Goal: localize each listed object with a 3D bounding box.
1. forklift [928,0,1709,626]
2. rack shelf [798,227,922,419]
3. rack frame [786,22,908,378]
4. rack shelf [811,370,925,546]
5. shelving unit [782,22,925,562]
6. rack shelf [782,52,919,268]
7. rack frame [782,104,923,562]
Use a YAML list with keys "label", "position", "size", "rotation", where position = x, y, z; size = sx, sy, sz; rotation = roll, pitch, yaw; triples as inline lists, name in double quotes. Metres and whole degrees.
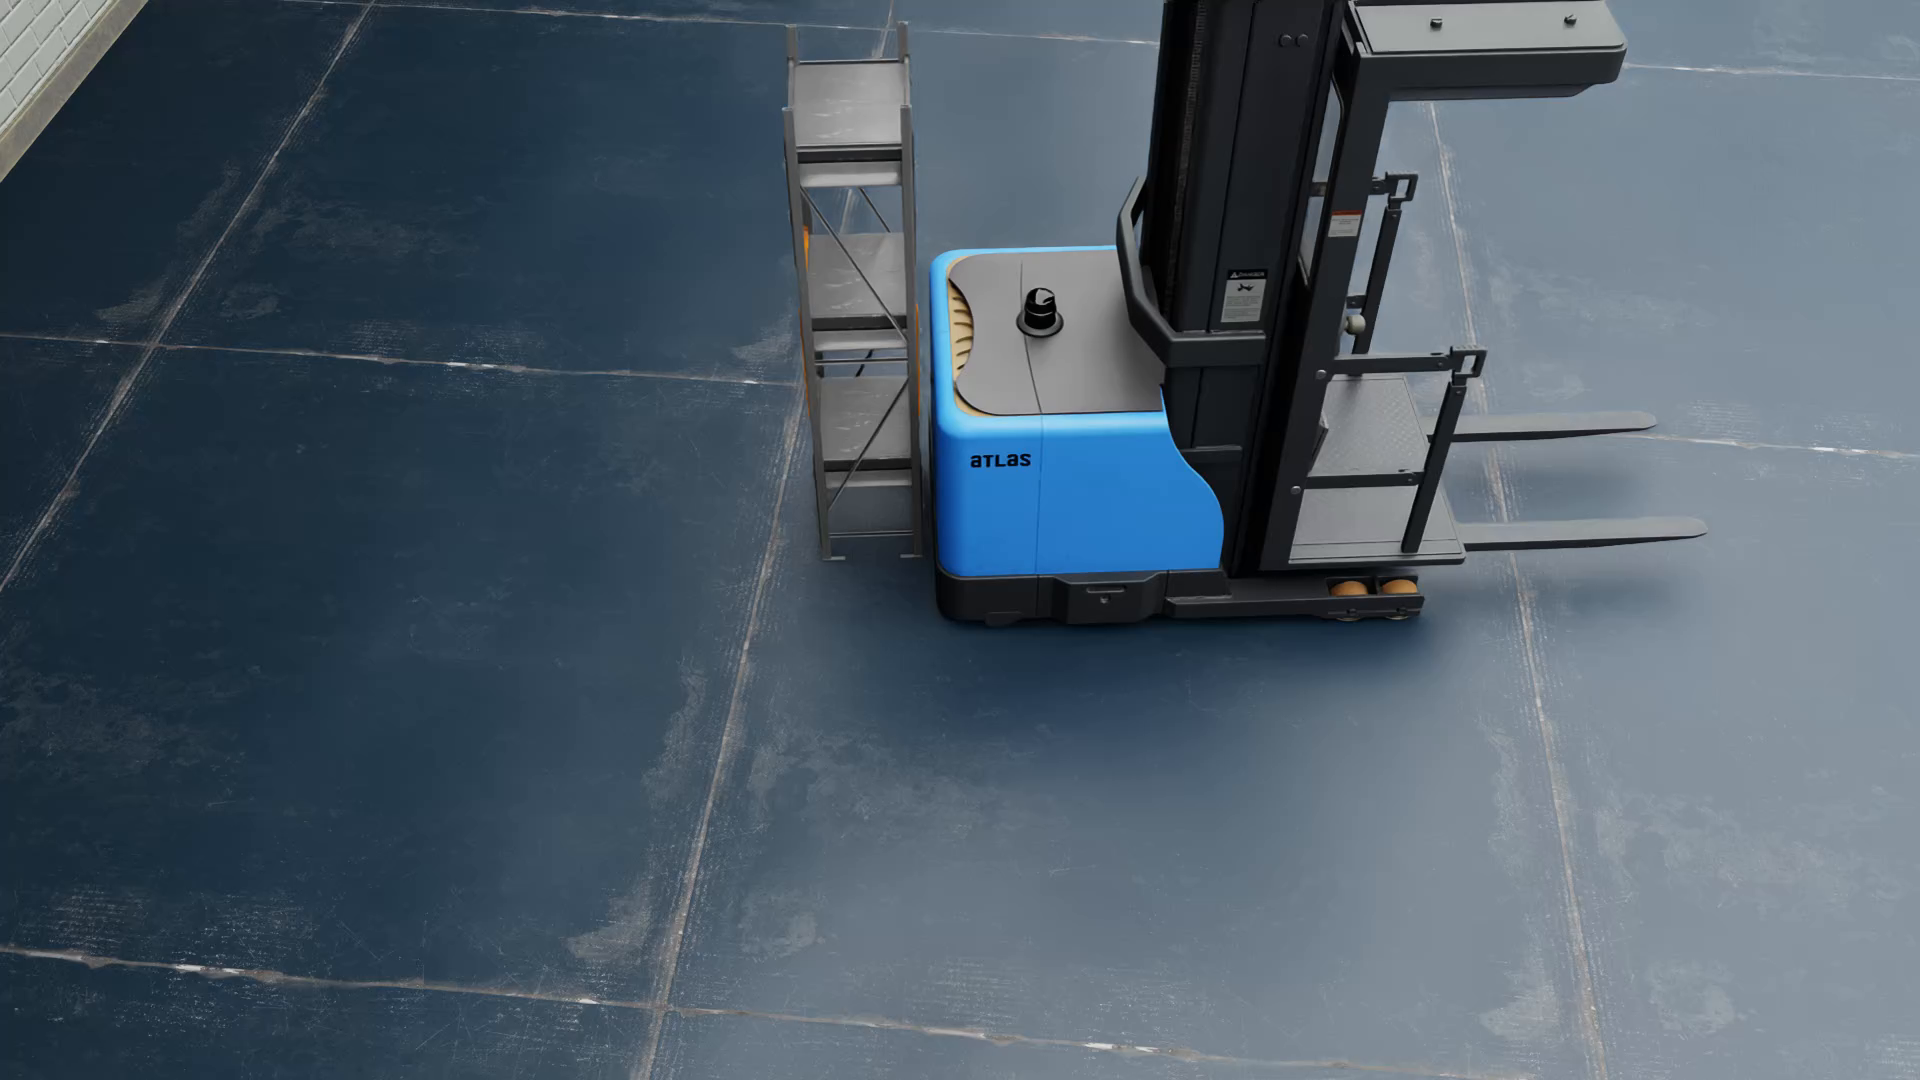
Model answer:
- label: "forklift"
  position: [1.402, -1.065, 5.763]
  size: [3.031, 2.935, 1.130]
  rotation: [-2, 48, -2]
- label: "rack shelf"
  position: [-0.362, -0.804, 6.107]
  size: [0.431, 0.518, 0.480]
  rotation: [-2, 48, -2]
- label: "rack frame"
  position: [-0.374, -0.993, 6.261]
  size: [0.400, 2.100, 0.015]
  rotation: [-2, 48, -2]
- label: "rack shelf"
  position: [-0.362, -0.332, 6.623]
  size: [0.431, 0.518, 0.480]
  rotation: [-2, 48, -2]
- label: "shelving unit"
  position: [-0.362, -0.813, 6.097]
  size: [0.431, 2.100, 0.503]
  rotation: [-2, 48, -2]
- label: "rack shelf"
  position: [-0.362, -1.276, 5.590]
  size: [0.431, 0.518, 0.480]
  rotation: [-2, 48, -2]
- label: "rack frame"
  position: [-0.351, -0.633, 5.932]
  size: [0.400, 2.100, 0.015]
  rotation: [-2, 48, -2]
